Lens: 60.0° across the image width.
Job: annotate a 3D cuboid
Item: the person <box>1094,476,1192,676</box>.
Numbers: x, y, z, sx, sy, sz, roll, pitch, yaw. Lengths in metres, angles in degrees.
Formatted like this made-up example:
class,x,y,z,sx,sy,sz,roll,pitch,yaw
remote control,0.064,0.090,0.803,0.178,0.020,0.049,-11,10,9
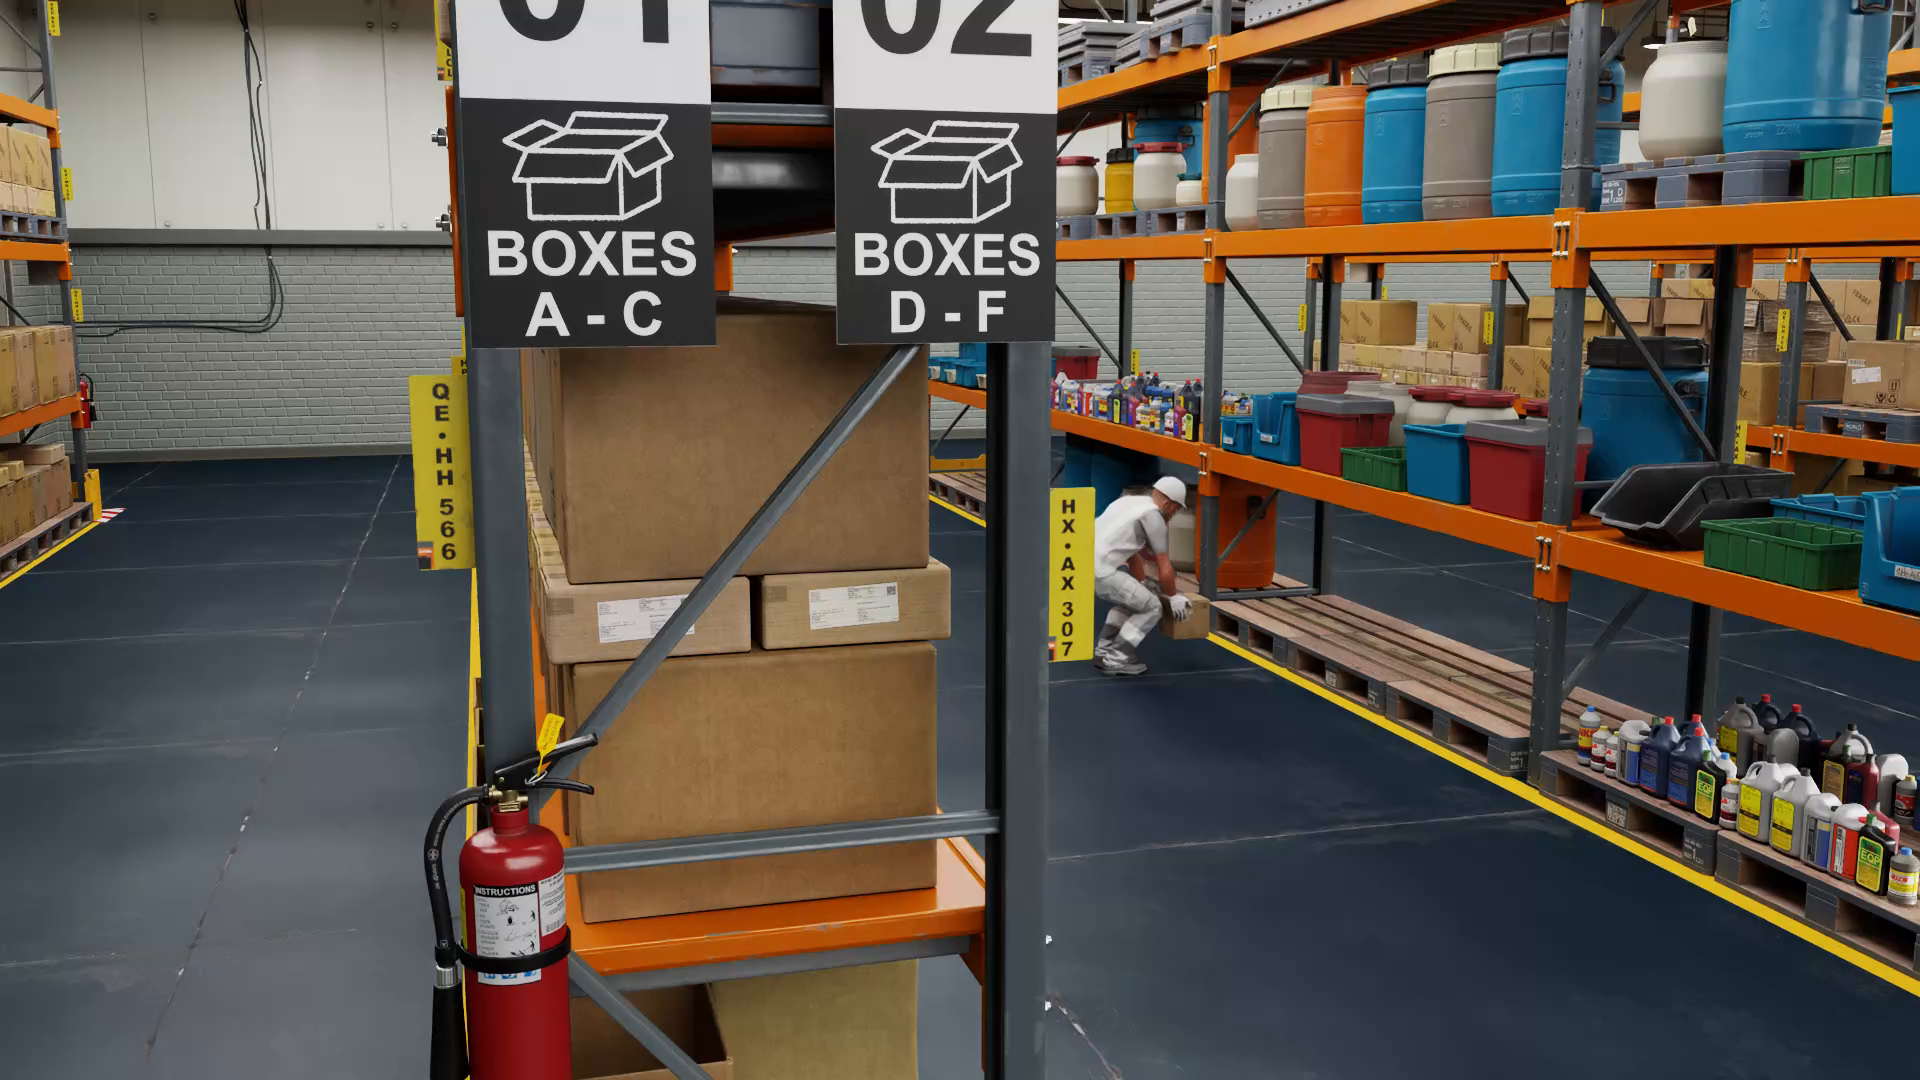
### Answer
class,x,y,z,sx,sy,sz,roll,pitch,yaw
person,1.072,0.217,10.684,0.833,1.239,0.585,-3,10,-16
